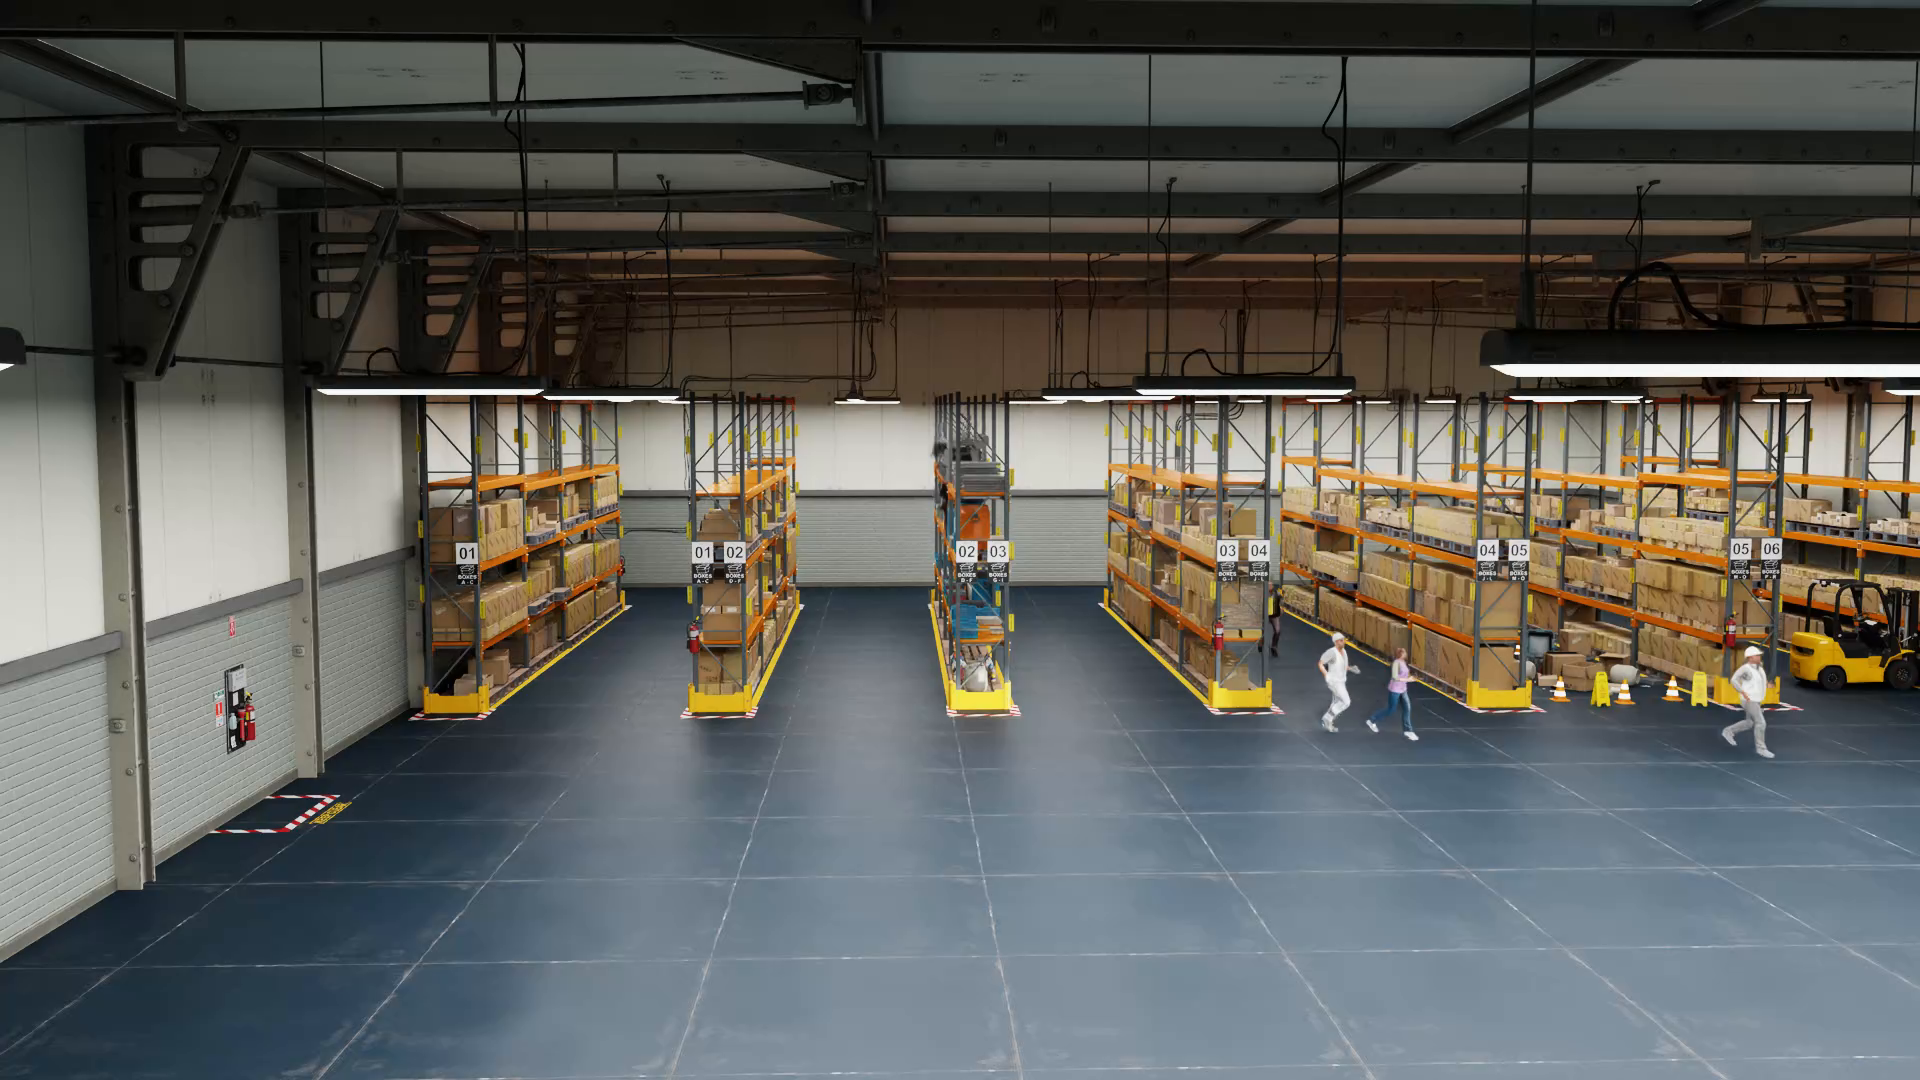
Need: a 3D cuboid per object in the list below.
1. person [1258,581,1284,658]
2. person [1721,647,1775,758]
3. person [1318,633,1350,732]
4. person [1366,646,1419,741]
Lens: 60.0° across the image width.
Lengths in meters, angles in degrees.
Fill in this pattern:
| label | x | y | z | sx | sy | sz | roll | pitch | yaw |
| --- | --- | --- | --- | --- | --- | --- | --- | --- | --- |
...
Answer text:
| label | x | y | z | sx | sy | sz | roll | pitch | yaw |
| --- | --- | --- | --- | --- | --- | --- | --- | --- | --- |
| person | 7.134 | 1.810 | 38.208 | 0.662 | 1.760 | 0.884 | 0 | 5 | -4 |
| person | 13.051 | 2.642 | 27.459 | 0.648 | 1.785 | 0.890 | -4 | 6 | -41 |
| person | 6.647 | 2.496 | 29.222 | 0.528 | 1.744 | 0.631 | 3 | 6 | 37 |
| person | 7.502 | 2.627 | 28.721 | 0.884 | 1.612 | 0.550 | 3 | 6 | 35 |
